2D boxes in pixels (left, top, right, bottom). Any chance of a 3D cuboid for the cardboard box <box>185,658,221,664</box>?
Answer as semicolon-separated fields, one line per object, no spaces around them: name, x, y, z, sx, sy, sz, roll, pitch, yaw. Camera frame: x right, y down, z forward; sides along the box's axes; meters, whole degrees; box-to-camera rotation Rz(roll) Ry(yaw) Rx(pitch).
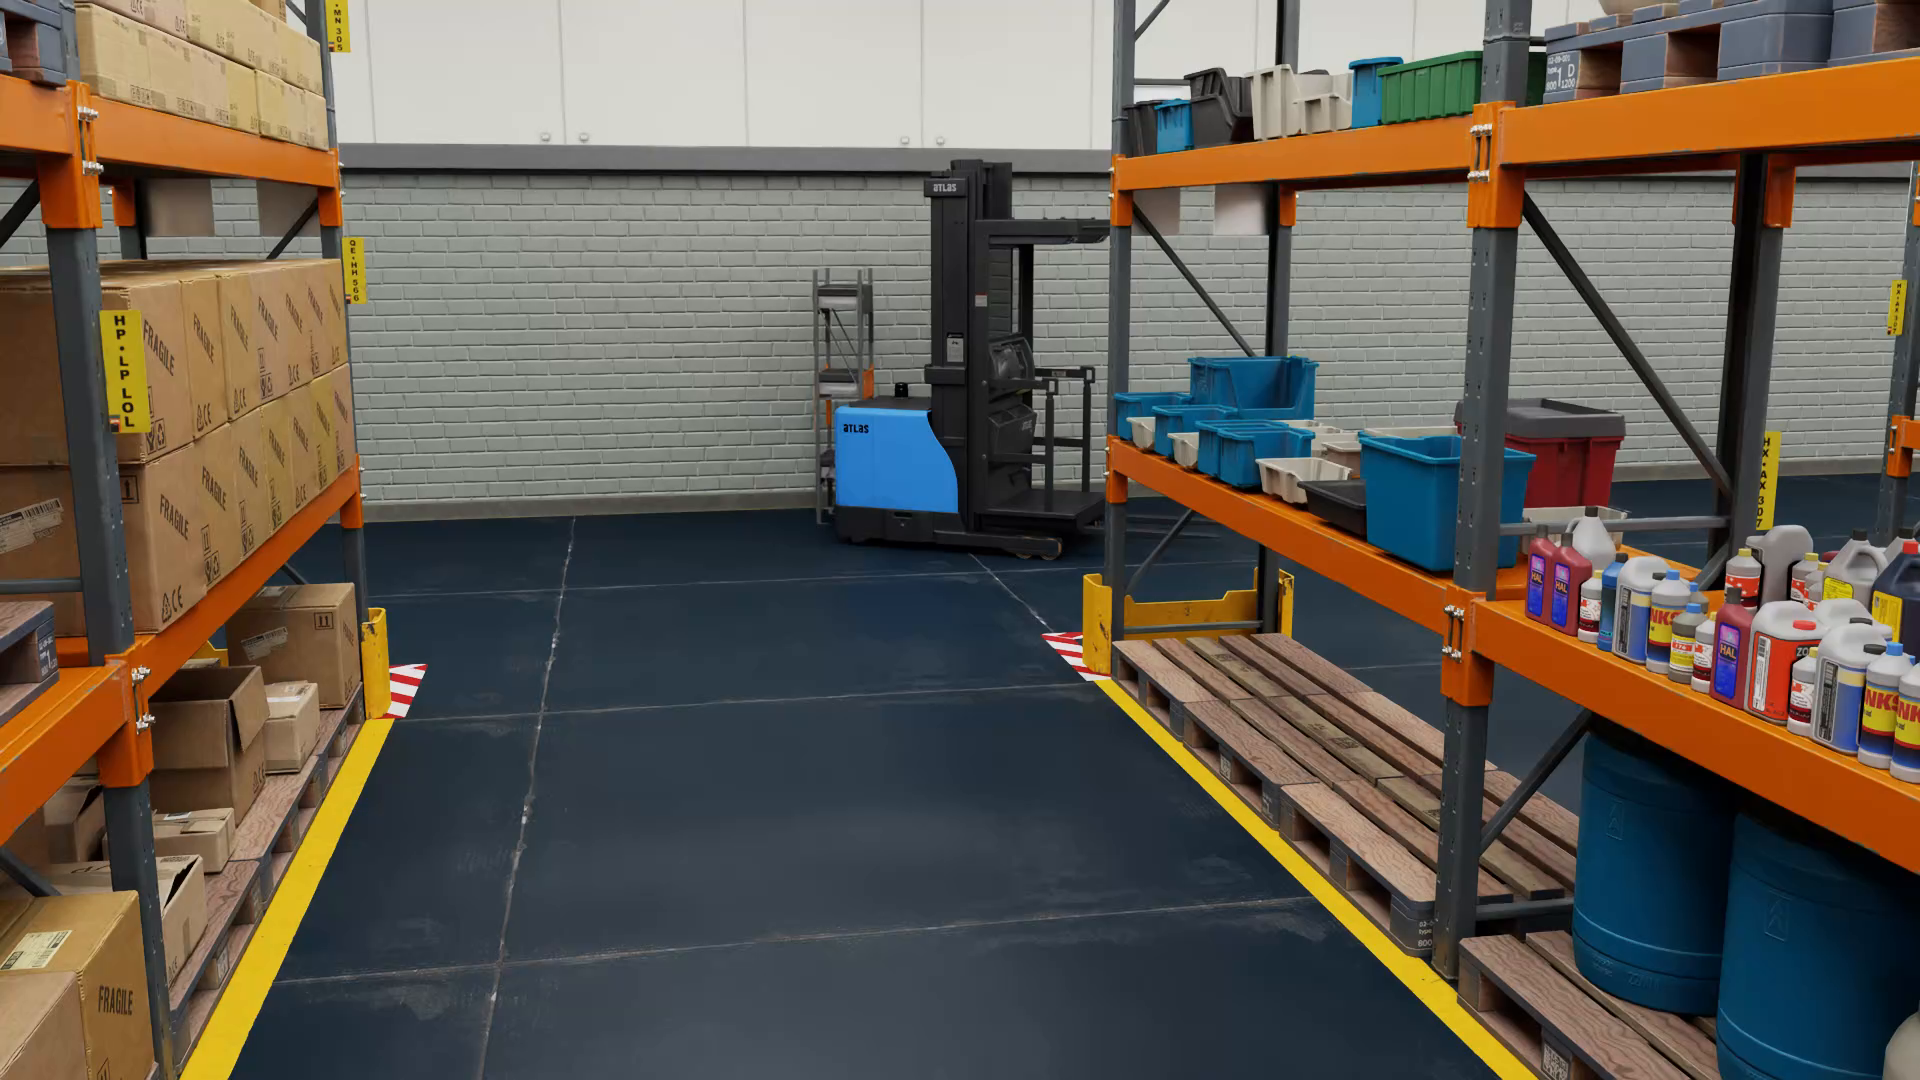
cardboard box;-3.801;0.682;8.041;0.380;0.149;0.250;-2;11;-11

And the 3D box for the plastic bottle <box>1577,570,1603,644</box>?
plastic bottle;1.811;0.187;4.720;0.097;0.201;0.097;0;11;0

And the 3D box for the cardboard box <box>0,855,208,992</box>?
cardboard box;-2.637;1.162;5.086;0.500;0.311;0.500;-2;11;-11

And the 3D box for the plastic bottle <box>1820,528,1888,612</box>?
plastic bottle;2.450;0.148;4.527;0.144;0.351;0.185;-2;11;-11

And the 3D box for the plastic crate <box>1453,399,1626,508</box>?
plastic crate;2.164;-0.272;6.270;0.402;0.464;0.583;-2;11;-11

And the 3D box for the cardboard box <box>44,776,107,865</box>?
cardboard box;-3.303;1.015;5.858;0.500;0.311;0.500;-2;11;-11

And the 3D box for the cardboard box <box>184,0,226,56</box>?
cardboard box;-2.803;-1.786;5.598;0.500;0.250;0.500;-2;11;-11

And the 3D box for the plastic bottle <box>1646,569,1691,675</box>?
plastic bottle;1.875;0.214;4.396;0.097;0.271;0.097;0;11;0

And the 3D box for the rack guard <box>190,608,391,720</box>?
rack guard;-3.531;0.650;8.445;1.175;0.500;0.348;-2;11;-11

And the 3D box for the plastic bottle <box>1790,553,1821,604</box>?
plastic bottle;2.535;0.141;4.967;0.097;0.201;0.097;0;11;0

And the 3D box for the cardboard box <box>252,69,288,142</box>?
cardboard box;-2.991;-1.724;6.610;0.500;0.250;0.500;-2;11;-11

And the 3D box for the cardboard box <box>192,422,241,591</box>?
cardboard box;-2.702;-0.105;5.457;0.500;0.500;0.500;-2;11;-10

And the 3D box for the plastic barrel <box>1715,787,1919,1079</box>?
plastic barrel;2.319;1.017;4.320;0.600;0.901;0.708;-2;11;-11

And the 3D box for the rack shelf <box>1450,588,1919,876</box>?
rack shelf;2.481;0.682;3.513;1.077;0.370;4.000;-2;11;-11

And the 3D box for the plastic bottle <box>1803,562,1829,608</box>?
plastic bottle;2.501;0.167;4.827;0.097;0.201;0.097;0;11;0

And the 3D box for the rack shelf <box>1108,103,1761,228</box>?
rack shelf;1.703;-1.525;7.087;1.077;0.370;4.000;-2;11;-11

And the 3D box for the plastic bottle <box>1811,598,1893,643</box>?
plastic bottle;2.137;0.286;4.002;0.152;0.276;0.135;-2;11;-11

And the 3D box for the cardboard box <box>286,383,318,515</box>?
cardboard box;-2.995;-0.382;6.914;0.500;0.500;0.500;-2;11;-11

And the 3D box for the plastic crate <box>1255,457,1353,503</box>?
plastic crate;1.458;-0.246;7.012;0.293;0.136;0.466;-2;11;-11

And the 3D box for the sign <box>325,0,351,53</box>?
sign;-2.997;-2.517;8.008;0.100;0.325;0.005;-2;11;-11

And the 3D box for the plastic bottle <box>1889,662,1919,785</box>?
plastic bottle;2.048;0.377;3.540;0.097;0.271;0.097;0;11;0

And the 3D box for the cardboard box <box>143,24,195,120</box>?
cardboard box;-2.713;-1.448;5.162;0.500;0.250;0.500;-2;11;-11

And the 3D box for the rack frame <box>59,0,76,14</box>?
rack frame;-2.768;-2.805;3.869;1.000;3.000;0.127;-2;11;-11

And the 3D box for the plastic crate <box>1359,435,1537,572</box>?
plastic crate;1.667;-0.133;5.753;0.392;0.384;0.575;-2;11;-11

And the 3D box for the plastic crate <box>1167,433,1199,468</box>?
plastic crate;1.152;-0.428;7.967;0.250;0.136;0.298;-2;11;-11

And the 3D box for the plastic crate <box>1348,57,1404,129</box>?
plastic crate;1.602;-1.584;5.924;0.416;0.233;0.300;-2;11;-11

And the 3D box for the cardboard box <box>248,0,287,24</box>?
cardboard box;-3.430;-2.512;7.409;0.700;0.500;0.500;-2;11;-11

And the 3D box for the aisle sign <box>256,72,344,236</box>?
aisle sign;-3.258;-1.893;8.166;0.394;0.787;0.004;-2;11;-11

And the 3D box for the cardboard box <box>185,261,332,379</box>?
cardboard box;-3.090;-0.968;7.319;0.500;0.500;0.500;-2;11;-9

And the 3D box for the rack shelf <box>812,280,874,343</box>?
rack shelf;-0.963;-1.876;13.760;0.431;0.518;0.480;1;11;7

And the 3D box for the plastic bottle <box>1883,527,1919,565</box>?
plastic bottle;2.592;0.143;4.554;0.144;0.351;0.185;-2;11;-11

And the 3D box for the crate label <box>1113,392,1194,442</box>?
crate label;1.039;-0.661;8.937;0.416;0.233;0.303;-2;11;-11

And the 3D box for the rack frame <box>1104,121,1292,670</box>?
rack frame;1.314;-0.771;9.227;1.000;3.000;0.127;-2;11;-11

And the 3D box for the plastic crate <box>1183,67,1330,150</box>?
plastic crate;1.341;-1.924;7.428;0.504;0.338;0.767;-2;11;-11

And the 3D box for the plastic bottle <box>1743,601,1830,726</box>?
plastic bottle;1.988;0.292;3.973;0.152;0.276;0.135;-2;11;-11

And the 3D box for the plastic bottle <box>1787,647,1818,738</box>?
plastic bottle;1.984;0.351;3.863;0.097;0.201;0.097;0;11;0

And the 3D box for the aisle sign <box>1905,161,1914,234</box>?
aisle sign;5.864;-2.231;9.943;0.394;0.787;0.004;-2;11;-11

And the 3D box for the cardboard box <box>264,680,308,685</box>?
cardboard box;-3.208;0.752;7.624;0.380;0.166;0.250;-2;11;-11

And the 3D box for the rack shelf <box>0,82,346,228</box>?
rack shelf;-3.157;-1.345;6.144;1.077;0.370;4.000;-2;11;-11

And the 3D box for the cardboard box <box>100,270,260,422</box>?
cardboard box;-2.784;-0.684;5.828;0.500;0.500;0.500;-2;11;-13

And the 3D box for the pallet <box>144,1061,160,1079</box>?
pallet;-2.572;1.659;3.914;1.003;0.211;1.213;-2;11;-11

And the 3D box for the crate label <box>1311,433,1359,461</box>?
crate label;1.770;-0.425;7.949;0.396;0.136;0.243;-2;11;-11

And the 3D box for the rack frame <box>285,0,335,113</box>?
rack frame;-3.546;-3.539;7.724;1.000;3.000;0.127;-2;11;-11

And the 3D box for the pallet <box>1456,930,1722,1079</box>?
pallet;2.201;1.475;4.882;1.003;0.211;1.213;-2;11;-11

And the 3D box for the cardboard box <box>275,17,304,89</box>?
cardboard box;-3.098;-2.061;7.043;0.500;0.250;0.500;-2;11;-11

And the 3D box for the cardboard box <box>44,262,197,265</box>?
cardboard box;-3.609;-0.946;7.201;0.500;0.500;0.500;-2;11;-10

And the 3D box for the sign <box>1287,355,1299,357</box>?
sign;1.850;-0.875;9.333;0.100;0.325;0.005;-2;11;-11

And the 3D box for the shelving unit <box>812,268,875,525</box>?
shelving unit;-0.963;-1.203;13.891;0.431;2.100;0.503;1;11;7

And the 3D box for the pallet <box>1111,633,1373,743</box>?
pallet;1.436;0.751;8.686;1.003;0.211;1.213;-2;11;-11

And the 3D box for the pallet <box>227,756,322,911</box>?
pallet;-3.141;1.161;6.531;1.003;0.211;1.213;-2;11;-11

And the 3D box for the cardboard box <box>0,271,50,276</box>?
cardboard box;-3.320;-0.668;5.744;0.500;0.500;0.500;-2;11;-11

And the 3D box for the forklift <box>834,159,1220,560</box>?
forklift;0.584;-1.399;12.709;3.031;2.935;1.130;4;11;20
